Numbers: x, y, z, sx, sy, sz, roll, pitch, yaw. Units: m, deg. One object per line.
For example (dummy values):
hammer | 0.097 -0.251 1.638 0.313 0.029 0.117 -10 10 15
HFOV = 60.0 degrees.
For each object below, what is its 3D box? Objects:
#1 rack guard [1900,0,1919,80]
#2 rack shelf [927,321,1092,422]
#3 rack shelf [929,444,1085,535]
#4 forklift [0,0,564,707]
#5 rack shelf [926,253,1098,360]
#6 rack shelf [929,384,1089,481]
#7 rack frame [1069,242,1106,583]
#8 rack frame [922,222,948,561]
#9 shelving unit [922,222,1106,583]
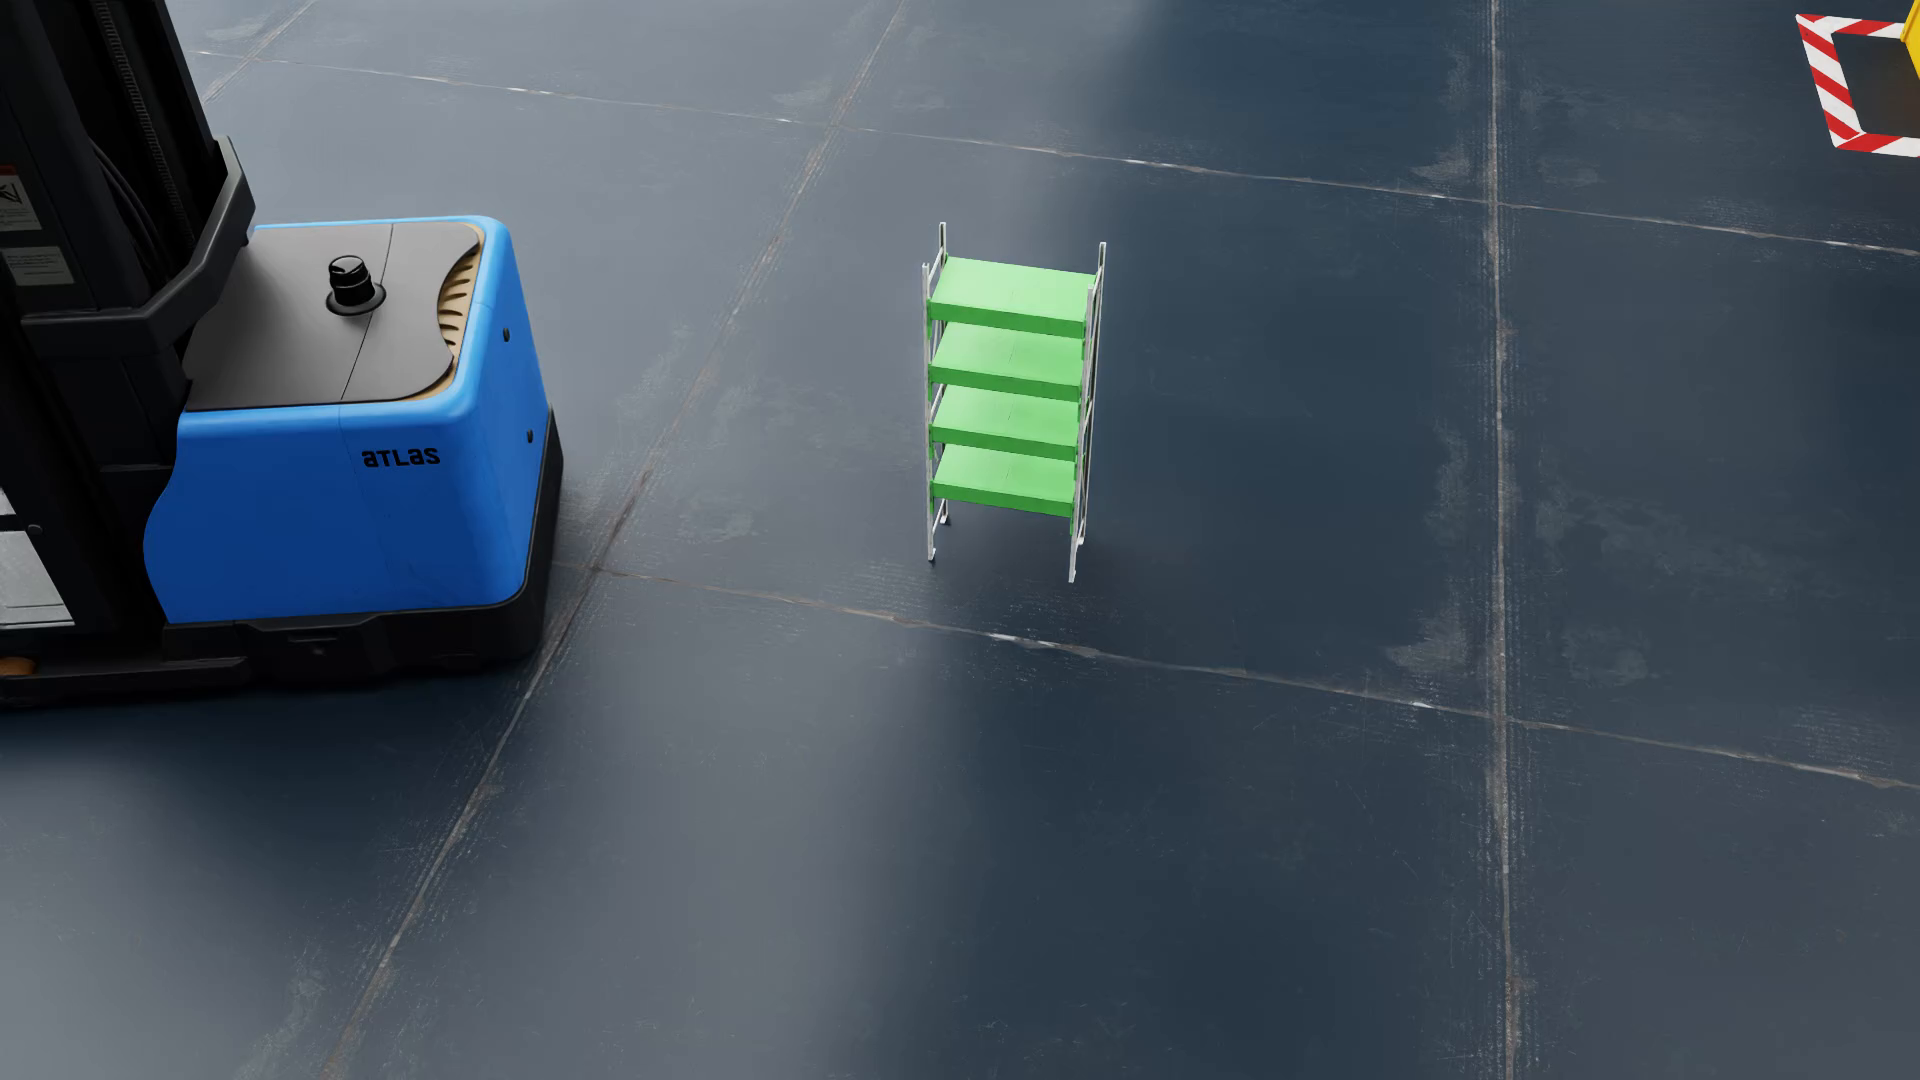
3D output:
rack guard | 4.797 -2.341 7.822 0.348 0.500 1.175 9 45 9
rack shelf | 0.162 -0.534 5.186 0.480 0.148 0.258 9 45 9
rack shelf | 0.162 -0.188 5.519 0.480 0.148 0.258 9 45 9
forklift | -2.889 -0.905 4.577 3.031 2.935 1.130 -3 44 -3
rack shelf | 0.162 -0.707 5.019 0.480 0.148 0.258 9 45 9
rack shelf | 0.162 -0.361 5.352 0.480 0.148 0.258 9 45 9
rack frame | 0.400 -0.370 5.269 0.015 1.200 0.240 9 45 9
rack frame | -0.077 -0.444 5.346 0.015 1.200 0.240 9 45 9
shelving unit | 0.162 -0.407 5.308 0.503 1.200 0.258 9 45 9
